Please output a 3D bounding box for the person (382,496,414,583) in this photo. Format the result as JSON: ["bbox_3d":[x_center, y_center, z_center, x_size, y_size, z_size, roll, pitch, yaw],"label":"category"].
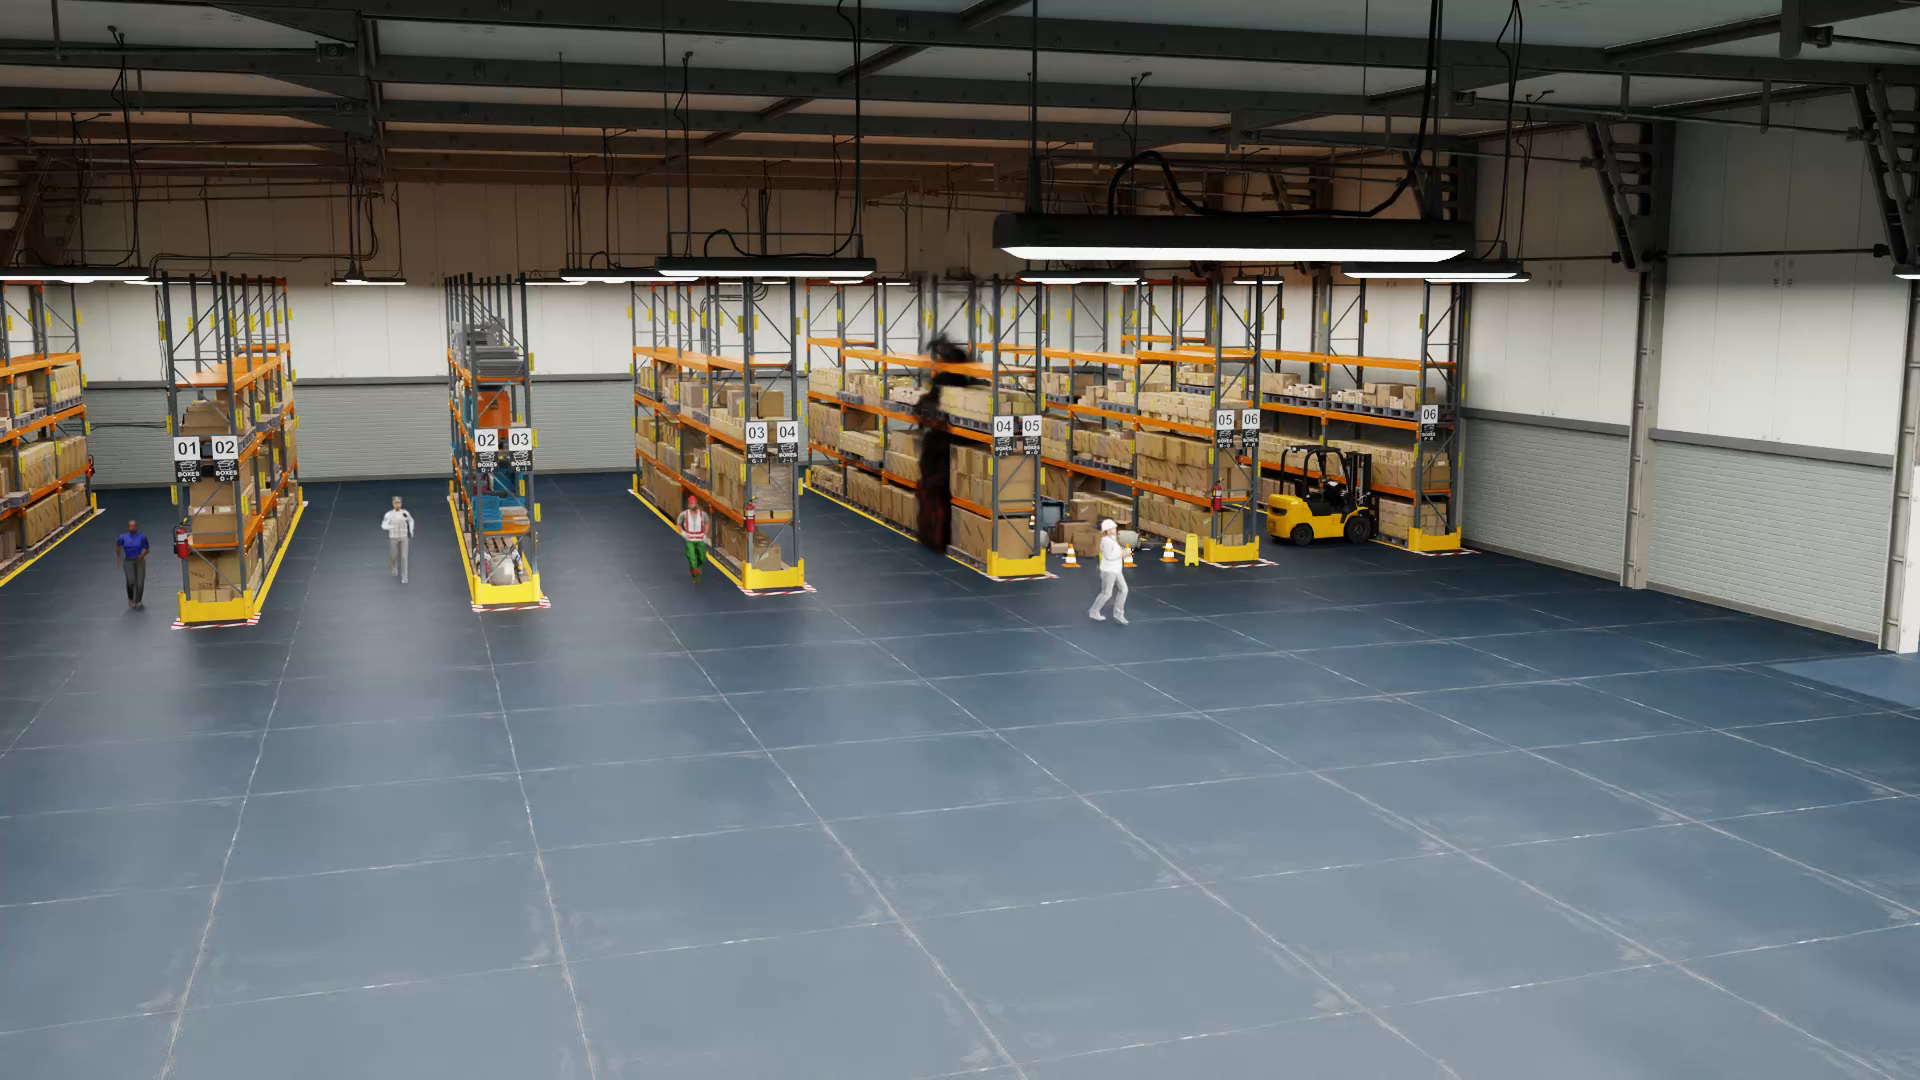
[{"bbox_3d":[-11.004,-0.037,32.624,0.615,1.674,0.928,-4,9,-23],"label":"person"}]

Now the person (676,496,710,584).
[{"bbox_3d":[-5.171,0.008,32.309,0.660,1.746,0.618,-2,9,-15],"label":"person"}]

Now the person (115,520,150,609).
[{"bbox_3d":[-14.765,0.435,29.726,0.543,1.606,0.723,-5,10,-30],"label":"person"}]

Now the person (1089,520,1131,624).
[{"bbox_3d":[2.583,0.562,28.509,0.729,1.831,0.640,3,9,19],"label":"person"}]

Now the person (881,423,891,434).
[{"bbox_3d":[-2.273,-2.728,50.388,0.625,1.720,0.724,-4,10,-27],"label":"person"}]
